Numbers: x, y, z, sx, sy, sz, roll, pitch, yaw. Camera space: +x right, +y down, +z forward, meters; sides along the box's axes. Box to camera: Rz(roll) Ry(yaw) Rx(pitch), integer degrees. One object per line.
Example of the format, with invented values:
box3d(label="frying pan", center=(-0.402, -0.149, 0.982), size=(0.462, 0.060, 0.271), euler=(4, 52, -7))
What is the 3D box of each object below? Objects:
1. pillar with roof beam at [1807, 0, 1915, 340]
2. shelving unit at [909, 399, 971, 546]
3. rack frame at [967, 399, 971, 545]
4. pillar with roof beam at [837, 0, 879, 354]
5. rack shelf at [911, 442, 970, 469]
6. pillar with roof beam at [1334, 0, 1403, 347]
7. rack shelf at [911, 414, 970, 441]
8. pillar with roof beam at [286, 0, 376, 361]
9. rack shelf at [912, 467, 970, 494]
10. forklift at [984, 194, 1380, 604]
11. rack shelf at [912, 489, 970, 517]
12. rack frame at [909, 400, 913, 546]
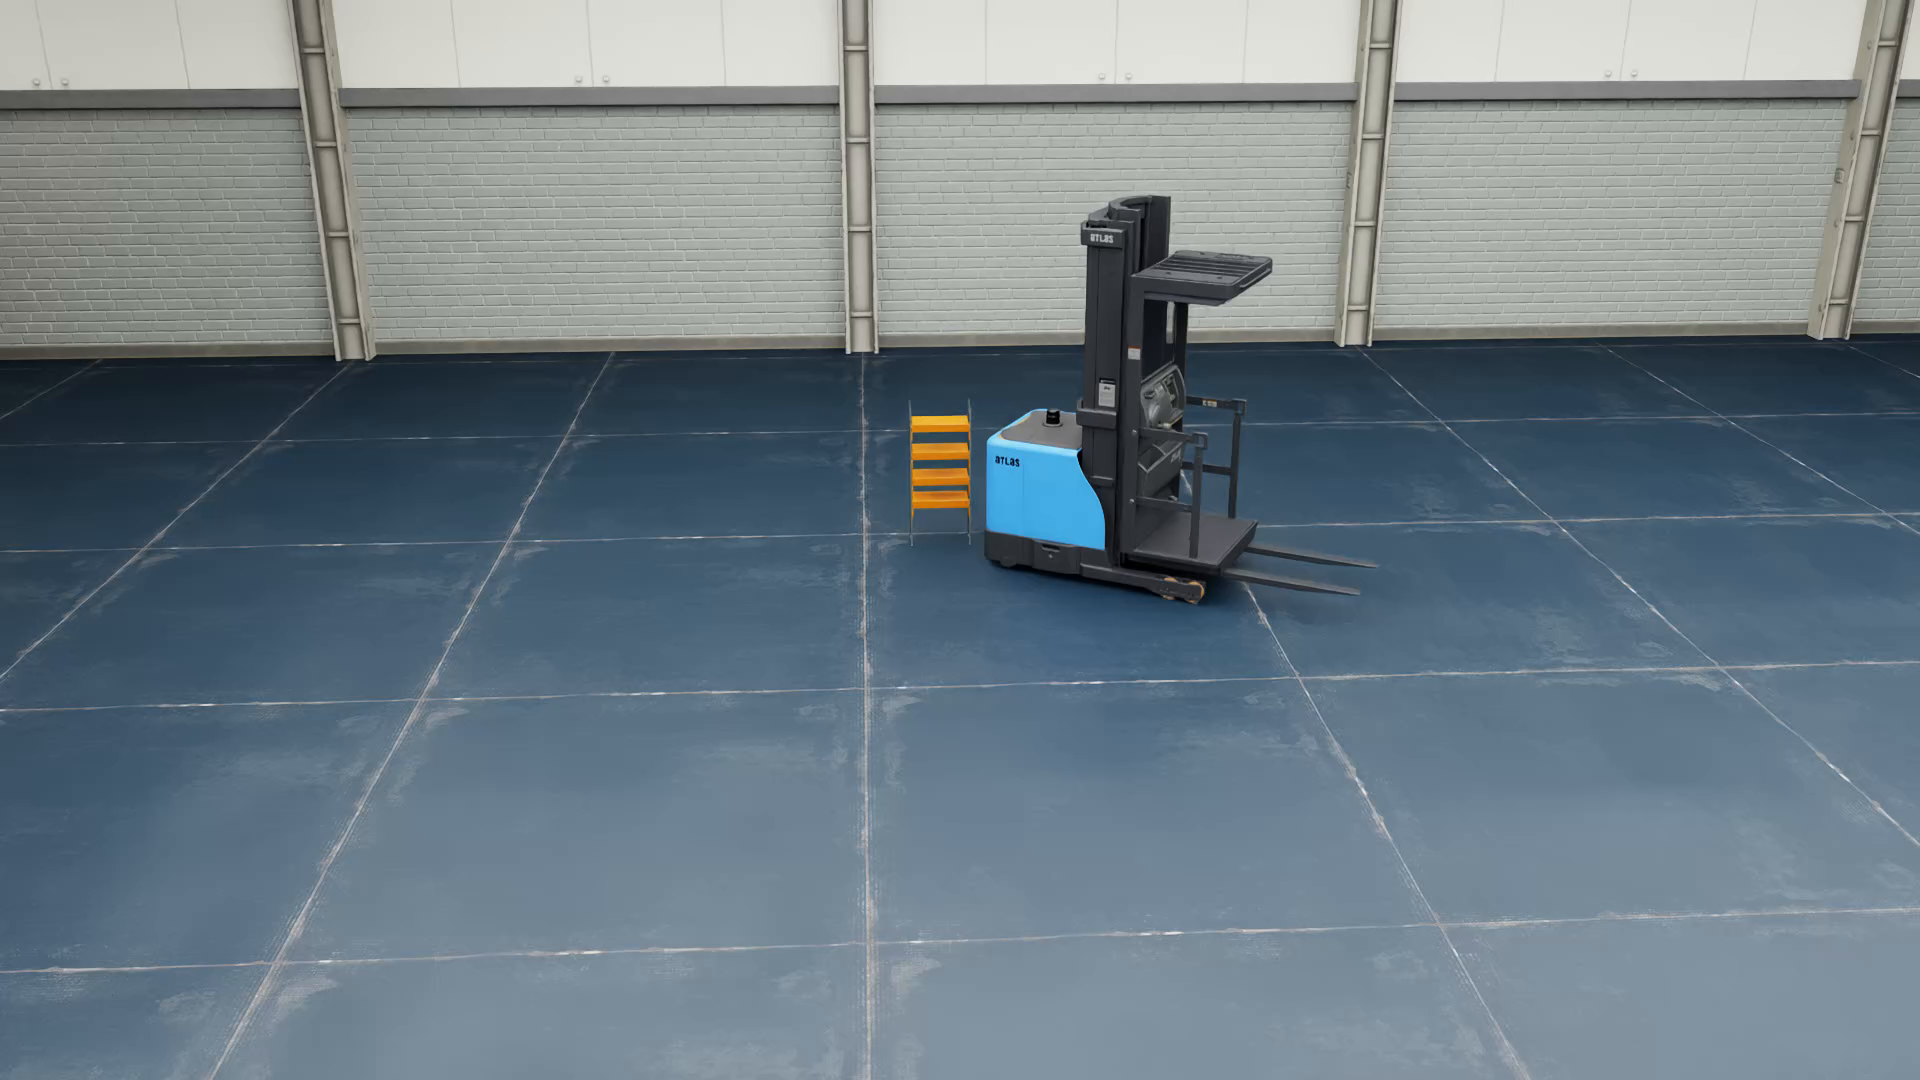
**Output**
box3d(label="pillar with roof beam", center=(11.047, -5.212, 15.095), size=(0.400, 9.000, 9.100), euler=(-1, 21, -3))
box3d(label="shelving unit", center=(-0.165, -0.557, 13.830), size=(0.503, 1.200, 0.258), euler=(-1, 21, -3))
box3d(label="rack frame", center=(0.078, -0.562, 13.843), size=(0.015, 1.200, 0.240), euler=(-1, 21, -3))
box3d(label="pillar with roof beam", center=(-0.933, -4.968, 14.455), size=(0.400, 9.000, 9.100), euler=(-1, 21, -3))
box3d(label="rack shelf", center=(-0.165, -0.704, 13.774), size=(0.480, 0.148, 0.258), euler=(-1, 21, -3))
box3d(label="pillar with roof beam", center=(5.057, -5.090, 14.775), size=(0.400, 9.000, 9.100), euler=(-1, 21, -3))
box3d(label="rack shelf", center=(-0.165, -0.925, 13.690), size=(0.480, 0.148, 0.258), euler=(-1, 21, -3))
box3d(label="pillar with roof beam", center=(-6.923, -4.847, 14.135), size=(0.400, 9.000, 9.100), euler=(-1, 21, -3))
box3d(label="rack shelf", center=(-0.165, -0.494, 13.854), size=(0.480, 0.148, 0.258), euler=(-1, 21, -3))
box3d(label="forklift", center=(1.754, -1.097, 12.815), size=(3.031, 2.935, 1.130), euler=(10, 23, 24))
box3d(label="rack shelf", center=(-0.165, -0.309, 13.925), size=(0.480, 0.148, 0.258), euler=(-1, 21, -3))
box3d(label="rack frame", center=(-0.409, -0.552, 13.817), size=(0.015, 1.200, 0.240), euler=(-1, 21, -3))
